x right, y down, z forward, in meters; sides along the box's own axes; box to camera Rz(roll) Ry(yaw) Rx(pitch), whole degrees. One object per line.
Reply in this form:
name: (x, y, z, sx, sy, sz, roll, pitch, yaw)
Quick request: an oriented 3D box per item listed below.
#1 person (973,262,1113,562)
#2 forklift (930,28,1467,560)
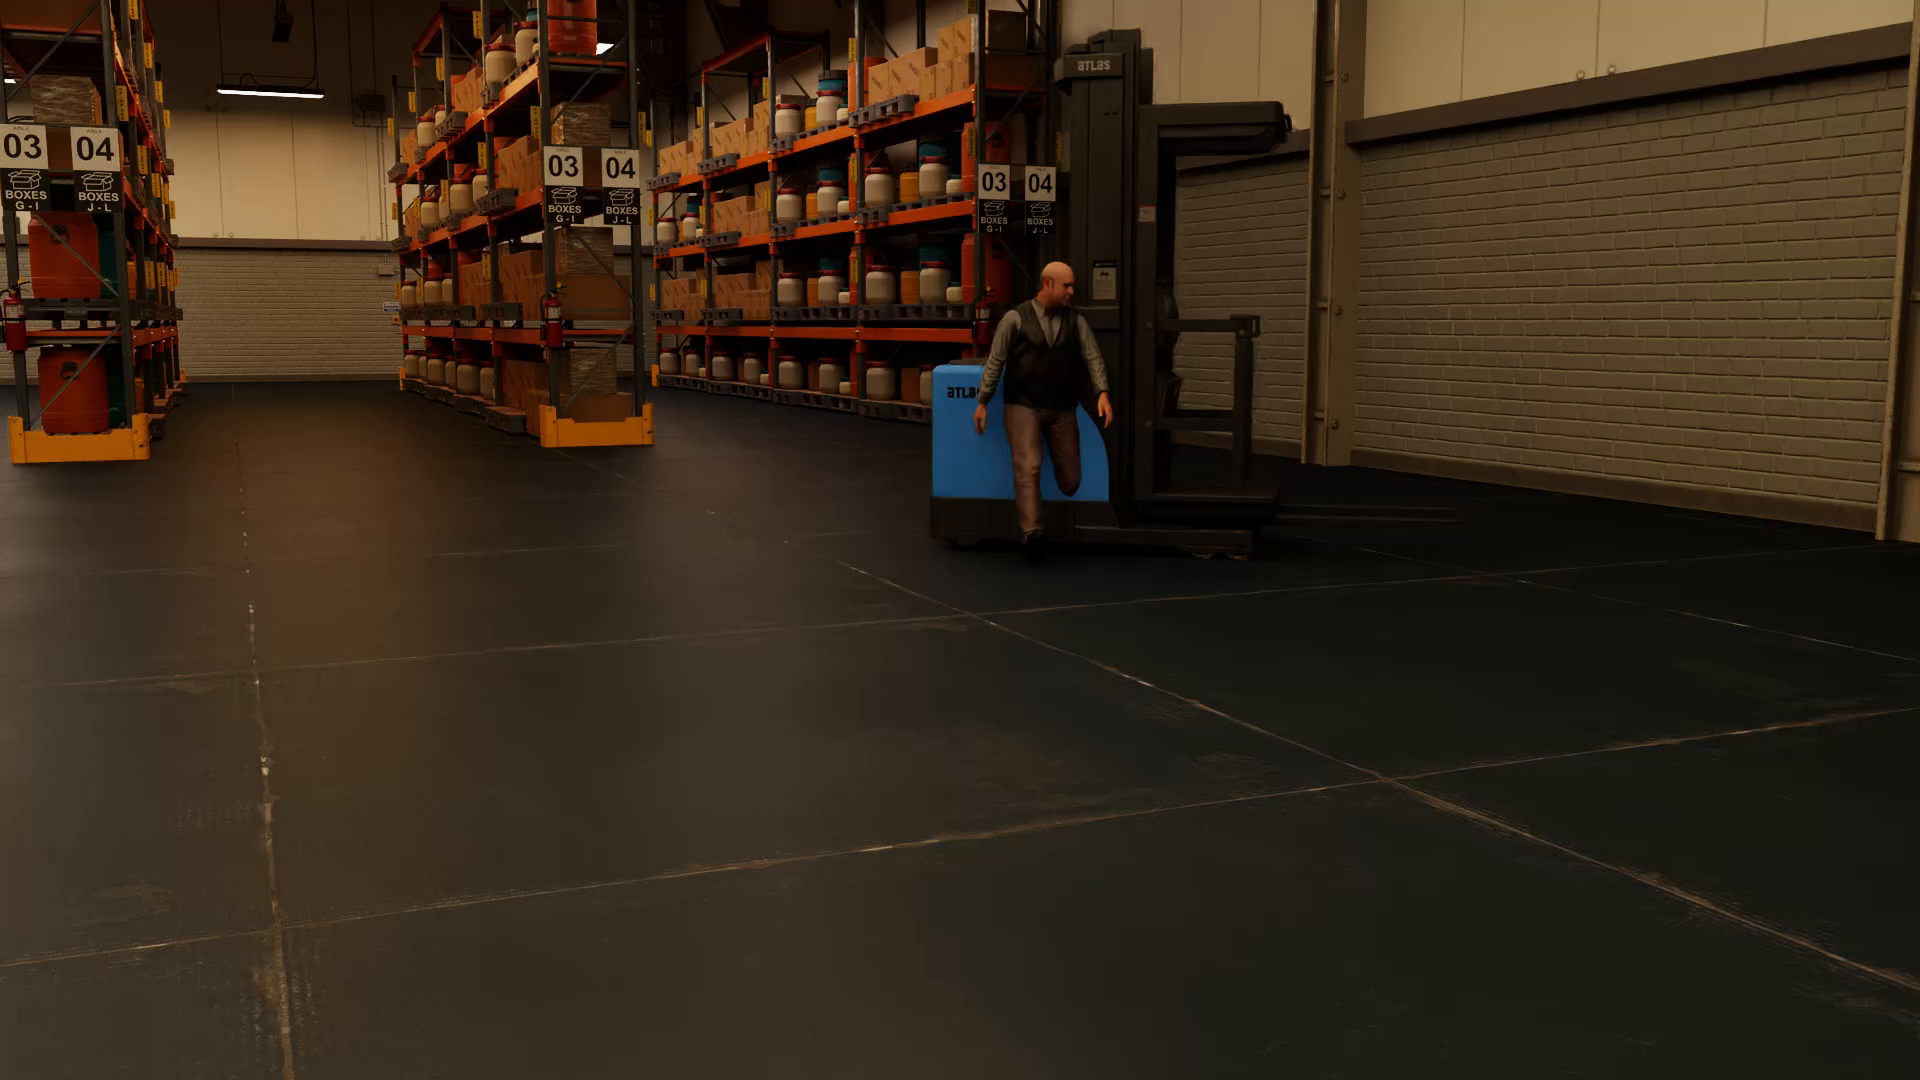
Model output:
person: (0.474, -0.701, 9.272, 0.718, 1.687, 0.915, -2, 8, -14)
forklift: (1.396, -1.417, 9.685, 3.031, 2.935, 1.130, 2, 8, 12)
